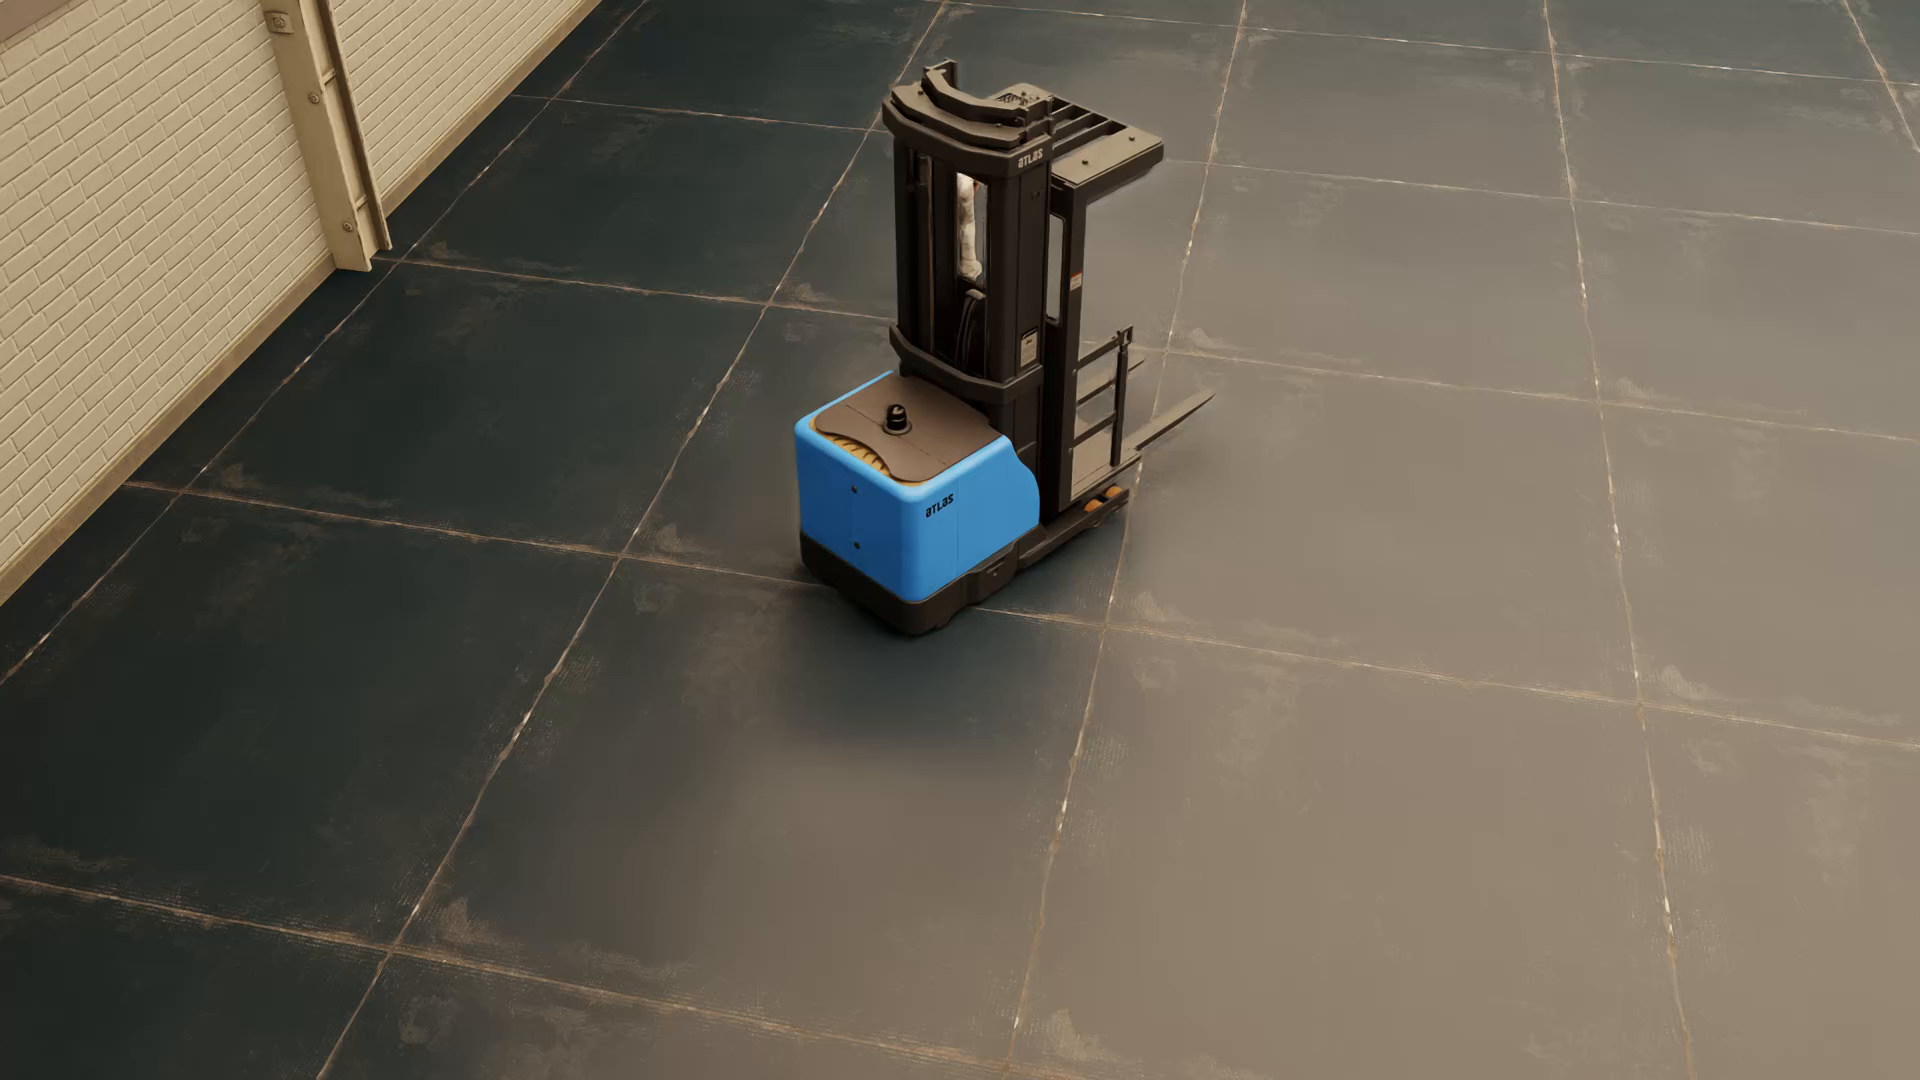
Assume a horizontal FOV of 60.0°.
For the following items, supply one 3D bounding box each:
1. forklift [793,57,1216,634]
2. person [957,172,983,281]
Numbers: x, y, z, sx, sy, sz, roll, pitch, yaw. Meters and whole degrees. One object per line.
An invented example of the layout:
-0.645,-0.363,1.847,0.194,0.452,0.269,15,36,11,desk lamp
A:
0.426,-1.423,9.767,1.130,2.935,3.031,32,49,33,forklift
-0.097,-2.674,12.276,0.553,1.664,0.469,-2,40,-2,person
